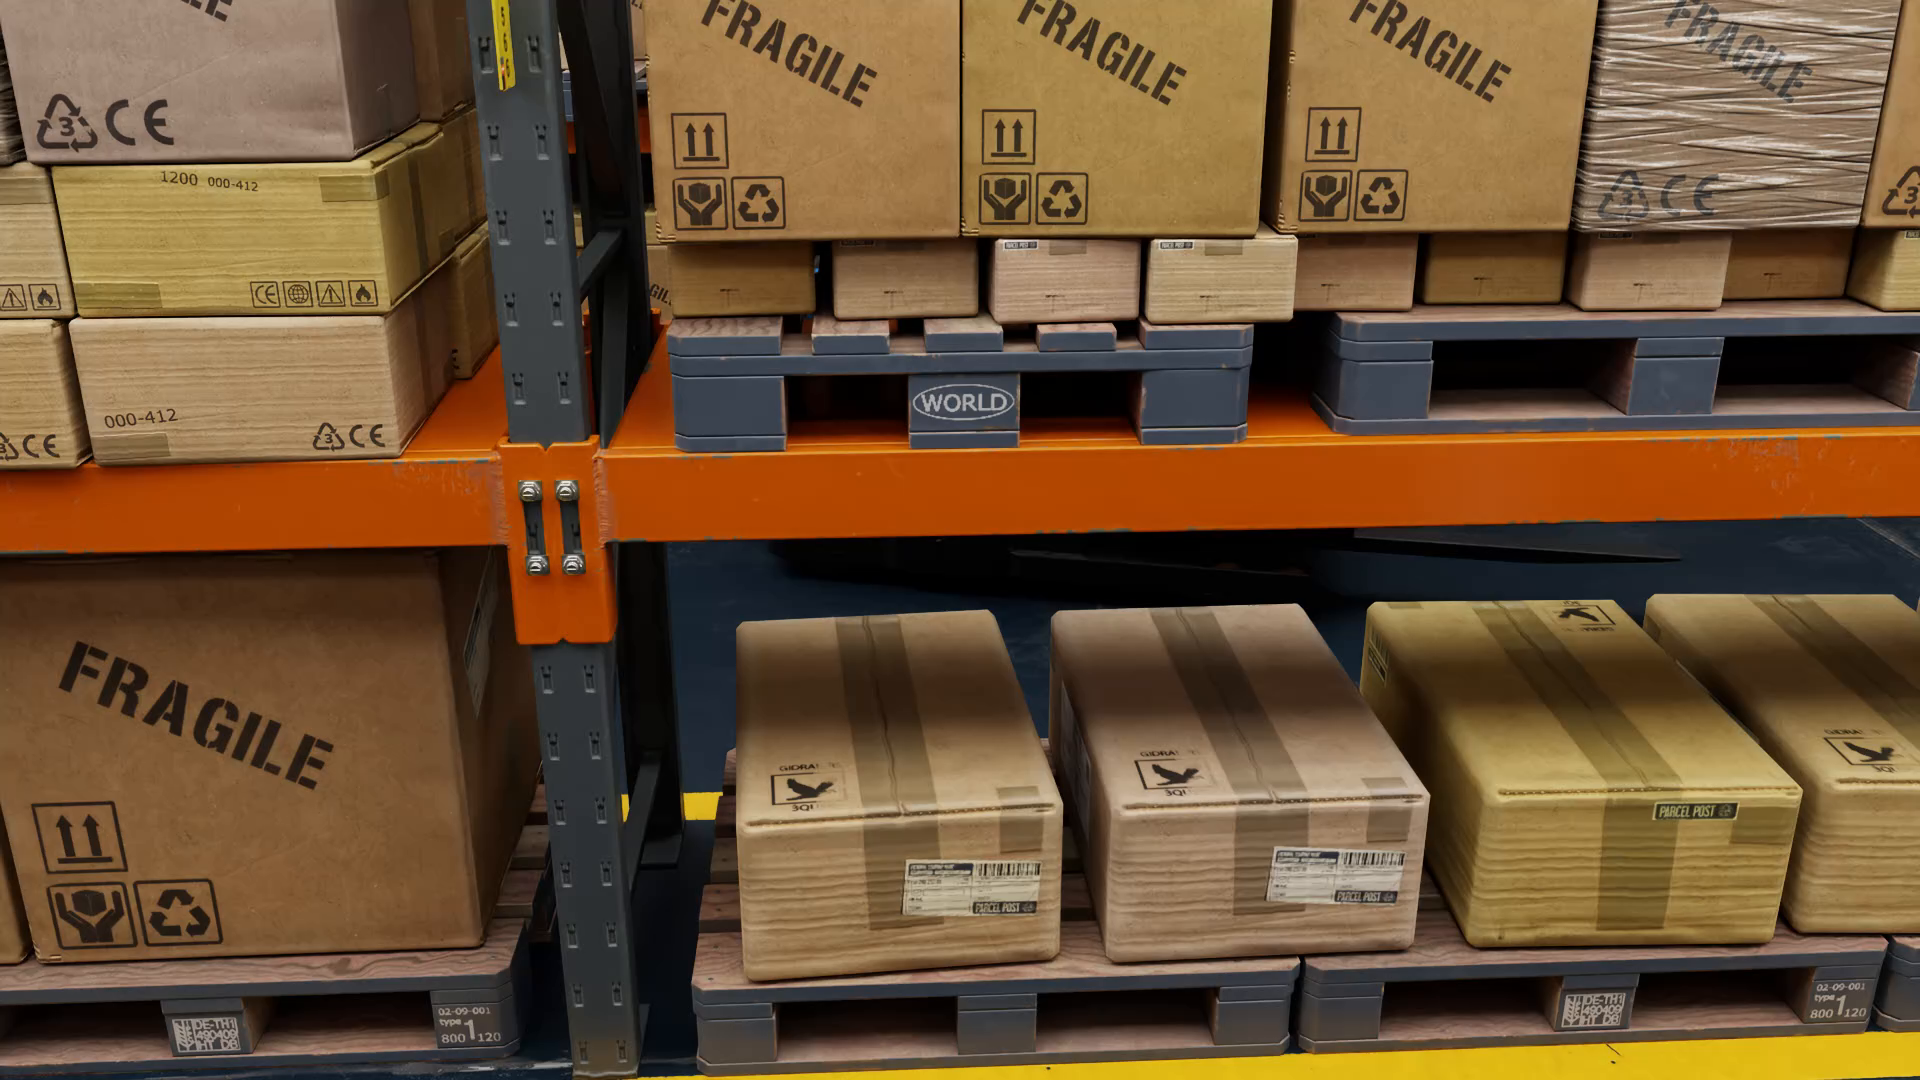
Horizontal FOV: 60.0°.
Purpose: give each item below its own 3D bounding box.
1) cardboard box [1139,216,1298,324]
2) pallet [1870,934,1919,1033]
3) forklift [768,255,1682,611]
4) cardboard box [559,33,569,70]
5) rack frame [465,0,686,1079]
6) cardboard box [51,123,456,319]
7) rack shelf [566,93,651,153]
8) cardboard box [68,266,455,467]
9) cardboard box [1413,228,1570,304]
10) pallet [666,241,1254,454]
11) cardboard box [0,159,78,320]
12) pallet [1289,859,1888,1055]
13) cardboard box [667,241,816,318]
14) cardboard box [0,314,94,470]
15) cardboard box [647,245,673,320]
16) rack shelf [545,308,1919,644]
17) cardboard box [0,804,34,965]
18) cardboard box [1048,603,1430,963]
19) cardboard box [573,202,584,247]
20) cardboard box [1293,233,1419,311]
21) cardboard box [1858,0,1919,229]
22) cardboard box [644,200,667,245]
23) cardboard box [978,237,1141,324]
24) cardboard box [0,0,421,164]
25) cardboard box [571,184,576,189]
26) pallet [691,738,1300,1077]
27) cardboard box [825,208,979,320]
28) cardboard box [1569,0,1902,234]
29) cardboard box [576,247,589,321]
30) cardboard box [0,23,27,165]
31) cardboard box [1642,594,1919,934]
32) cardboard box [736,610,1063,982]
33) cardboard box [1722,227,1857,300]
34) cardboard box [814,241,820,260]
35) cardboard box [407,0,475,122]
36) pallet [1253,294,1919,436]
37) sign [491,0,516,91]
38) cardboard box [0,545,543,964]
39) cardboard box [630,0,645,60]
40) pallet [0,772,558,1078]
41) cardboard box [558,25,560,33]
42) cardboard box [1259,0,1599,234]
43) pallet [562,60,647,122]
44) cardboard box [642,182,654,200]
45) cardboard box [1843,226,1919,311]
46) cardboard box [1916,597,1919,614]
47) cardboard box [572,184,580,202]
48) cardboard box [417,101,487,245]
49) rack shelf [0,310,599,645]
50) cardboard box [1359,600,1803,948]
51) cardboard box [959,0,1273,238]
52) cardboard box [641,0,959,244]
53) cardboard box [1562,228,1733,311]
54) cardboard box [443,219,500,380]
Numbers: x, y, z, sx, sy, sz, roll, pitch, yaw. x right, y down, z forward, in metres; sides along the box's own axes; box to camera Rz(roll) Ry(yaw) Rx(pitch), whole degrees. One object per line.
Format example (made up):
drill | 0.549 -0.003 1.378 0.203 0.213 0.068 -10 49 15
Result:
cardboard box | 0.438 -0.507 3.000 0.250 0.149 0.380 -1 21 -3
pallet | 2.483 0.732 3.902 1.213 0.211 1.003 -1 21 -3
forklift | 0.896 -1.321 5.473 3.031 2.935 1.130 4 21 10
cardboard box | -1.654 -2.199 7.443 0.250 0.149 0.380 -1 21 -2
rack frame | -0.733 -0.506 3.235 0.127 3.000 1.000 -1 21 -3
cardboard box | -1.202 -0.570 2.910 0.500 0.250 0.500 -1 21 -3
rack shelf | -3.017 -1.893 7.888 4.000 0.370 1.077 -1 21 -3
cardboard box | -1.223 -0.334 2.993 0.500 0.250 0.500 -2 21 -5
cardboard box | 0.954 -0.559 3.137 0.250 0.149 0.380 0 21 -1
pallet | -0.028 -0.469 3.407 1.003 0.211 1.213 -1 21 -3
cardboard box | -1.714 -0.558 2.879 0.500 0.250 0.500 -2 21 -4
pallet | 1.262 0.758 3.834 1.213 0.211 1.003 -1 21 -3
cardboard box | -0.398 -0.526 3.049 0.250 0.149 0.380 -2 21 -6
cardboard box | -1.732 -0.318 2.951 0.500 0.250 0.500 -1 21 -2
cardboard box | -1.430 -1.213 8.013 0.500 0.500 0.500 -1 21 -1
rack shelf | 1.264 -0.211 3.470 4.000 0.370 1.077 -1 21 -3
cardboard box | -2.318 0.291 3.536 0.875 0.875 0.875 -1 21 -2
cardboard box | 0.568 0.500 3.696 0.625 0.372 0.950 -2 21 -4
cardboard box | -1.770 -1.484 7.815 0.250 0.149 0.380 -2 21 -6
cardboard box | 0.674 -0.540 3.086 0.250 0.149 0.380 0 21 0
cardboard box | 1.802 -0.860 3.015 0.500 0.500 0.500 0 21 -1
cardboard box | -1.499 -1.501 7.858 0.250 0.149 0.380 -2 21 -6
cardboard box | 0.162 -0.509 3.005 0.250 0.149 0.380 -3 21 -7
cardboard box | -1.234 -0.917 2.768 0.500 0.500 0.500 -2 21 -5
cardboard box | -2.069 -1.672 8.307 0.250 0.149 0.380 -1 21 -2
pallet | 0.047 0.781 3.772 1.213 0.211 1.003 -1 21 -3
cardboard box | -0.114 -0.520 3.033 0.250 0.149 0.380 -2 21 -6
cardboard box | 1.279 -0.849 2.986 0.500 0.500 0.500 -2 21 -5
cardboard box | -1.930 -1.206 7.996 0.500 0.500 0.500 -1 21 -4
cardboard box | -1.746 -0.904 2.733 0.500 0.500 0.500 -1 21 -2
cardboard box | 2.019 0.472 3.770 0.625 0.372 0.950 0 21 0
cardboard box | -0.169 0.517 3.649 0.625 0.372 0.950 -3 21 -7
cardboard box | 1.474 -0.574 3.175 0.250 0.149 0.380 -2 21 -5
cardboard box | -0.419 -0.675 3.442 0.250 0.149 0.380 0 21 -1
cardboard box | -1.240 -1.097 3.241 0.500 0.500 0.500 -2 21 -5
pallet | 1.241 -0.472 3.413 1.213 0.211 1.003 -1 21 -3
sign | -0.698 -0.850 2.512 0.005 0.325 0.100 -1 21 -3
cardboard box | -1.428 0.275 3.579 0.875 0.875 0.875 -1 21 -4
cardboard box | -1.543 -2.558 7.892 0.500 0.500 0.500 0 21 -1
pallet | -1.525 0.786 3.760 1.213 0.211 1.003 -1 21 -3
cardboard box | -2.055 -2.259 7.460 0.500 0.250 0.500 -2 21 -6
cardboard box | 0.779 -0.842 2.967 0.500 0.500 0.500 -1 21 -2
pallet | -1.693 -2.141 7.799 1.003 0.211 1.213 -1 21 -3
cardboard box | -1.559 -1.701 8.384 0.250 0.149 0.380 0 21 0
cardboard box | 1.743 -0.542 3.093 0.250 0.149 0.380 -1 21 -3
cardboard box | 2.737 0.456 3.811 0.625 0.372 0.950 -1 21 -2
cardboard box | -1.825 -1.705 8.395 0.250 0.149 0.380 -1 21 -1
cardboard box | -1.253 -0.747 3.376 0.500 0.250 0.500 -1 21 -3
rack shelf | -2.730 -0.130 3.257 4.000 0.370 1.077 -1 21 -3
cardboard box | 1.325 0.486 3.731 0.625 0.372 0.950 0 21 -1
cardboard box | 0.249 -0.828 2.932 0.500 0.500 0.500 0 21 0
cardboard box | -0.271 -0.815 2.898 0.500 0.500 0.500 -2 21 -5
cardboard box | 1.218 -0.541 3.090 0.250 0.149 0.380 -1 21 -1
cardboard box | -1.236 -0.516 3.471 0.500 0.250 0.500 -2 21 -4
